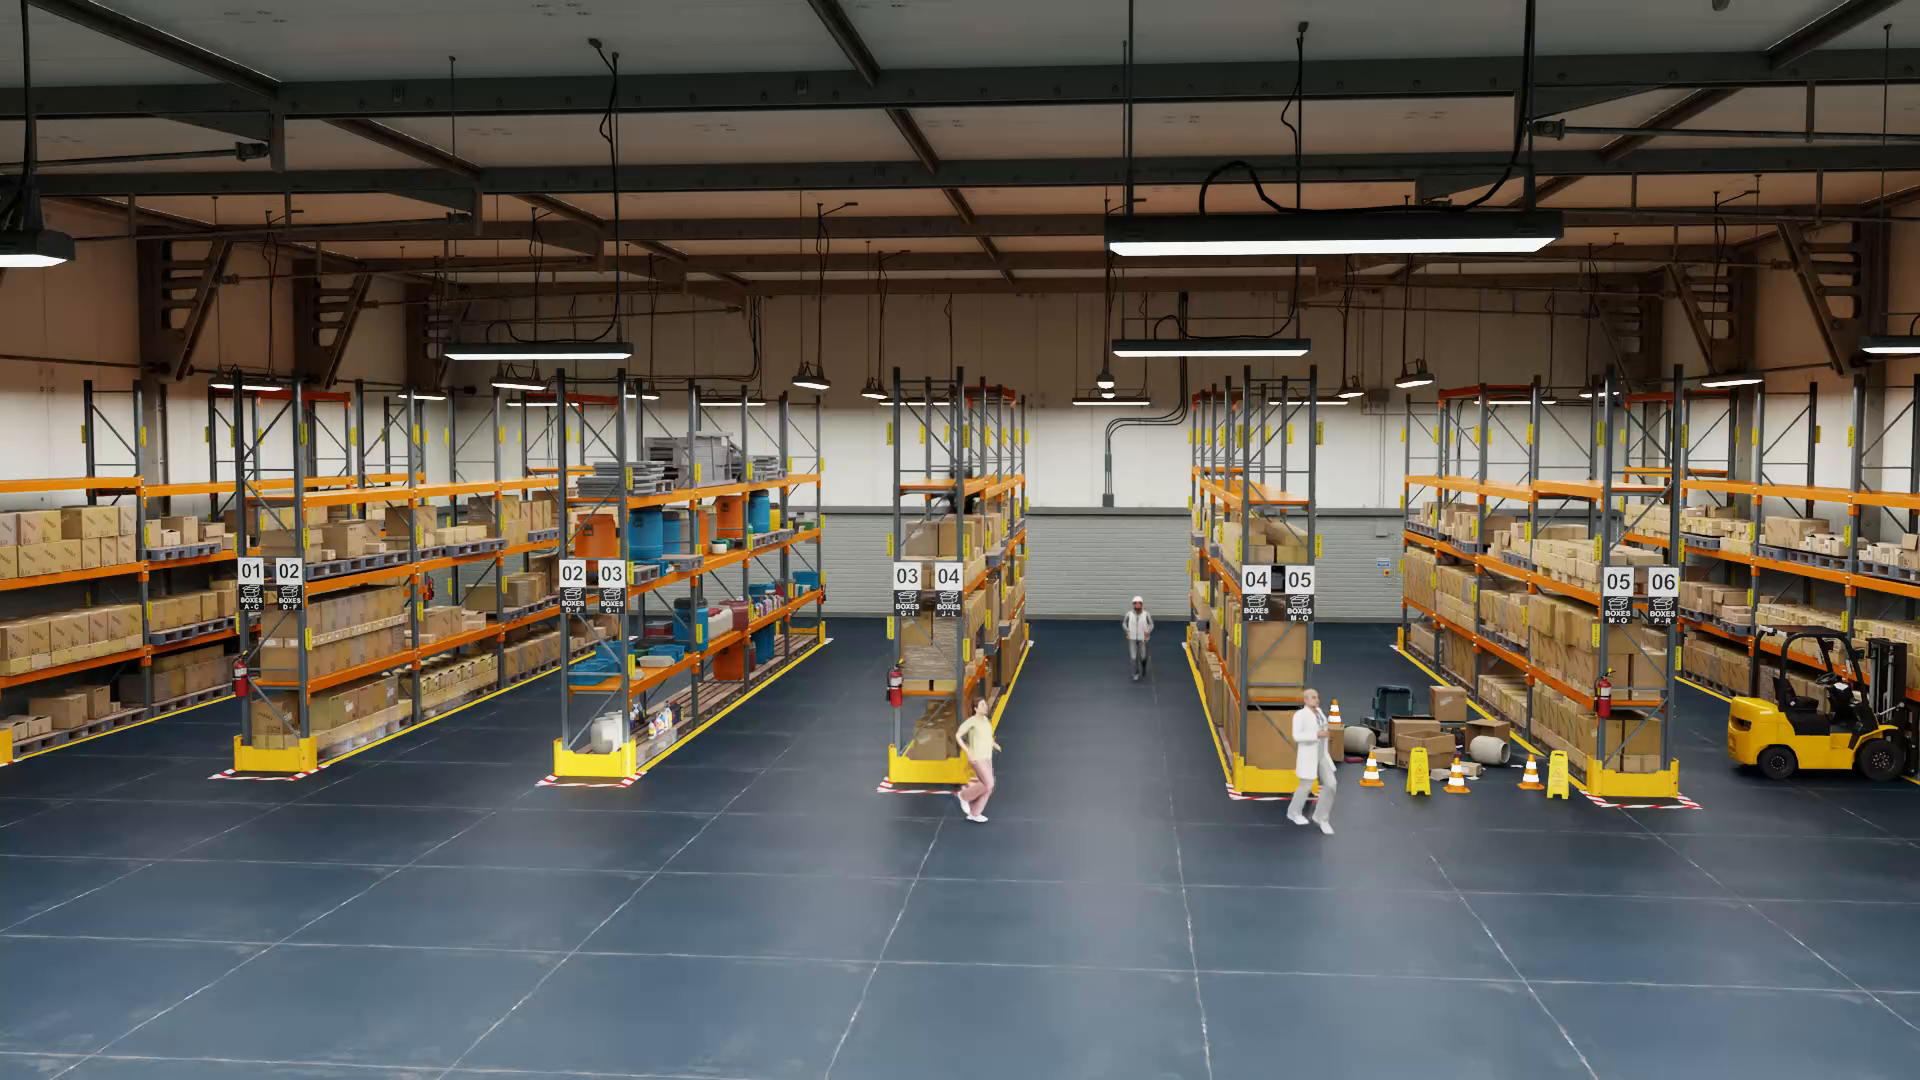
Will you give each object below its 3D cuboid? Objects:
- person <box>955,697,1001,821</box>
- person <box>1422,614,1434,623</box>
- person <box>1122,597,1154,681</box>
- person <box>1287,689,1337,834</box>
[{"bbox_3d":[0.267,2.848,21.624,0.548,1.628,0.577,3,4,36],"label":"person"},{"bbox_3d":[11.447,1.700,40.349,0.548,1.563,0.767,2,4,30],"label":"person"},{"bbox_3d":[3.642,2.021,34.112,0.656,1.722,0.607,1,4,9],"label":"person"},{"bbox_3d":[4.478,2.808,21.107,0.685,1.843,0.793,-2,4,-31],"label":"person"}]
